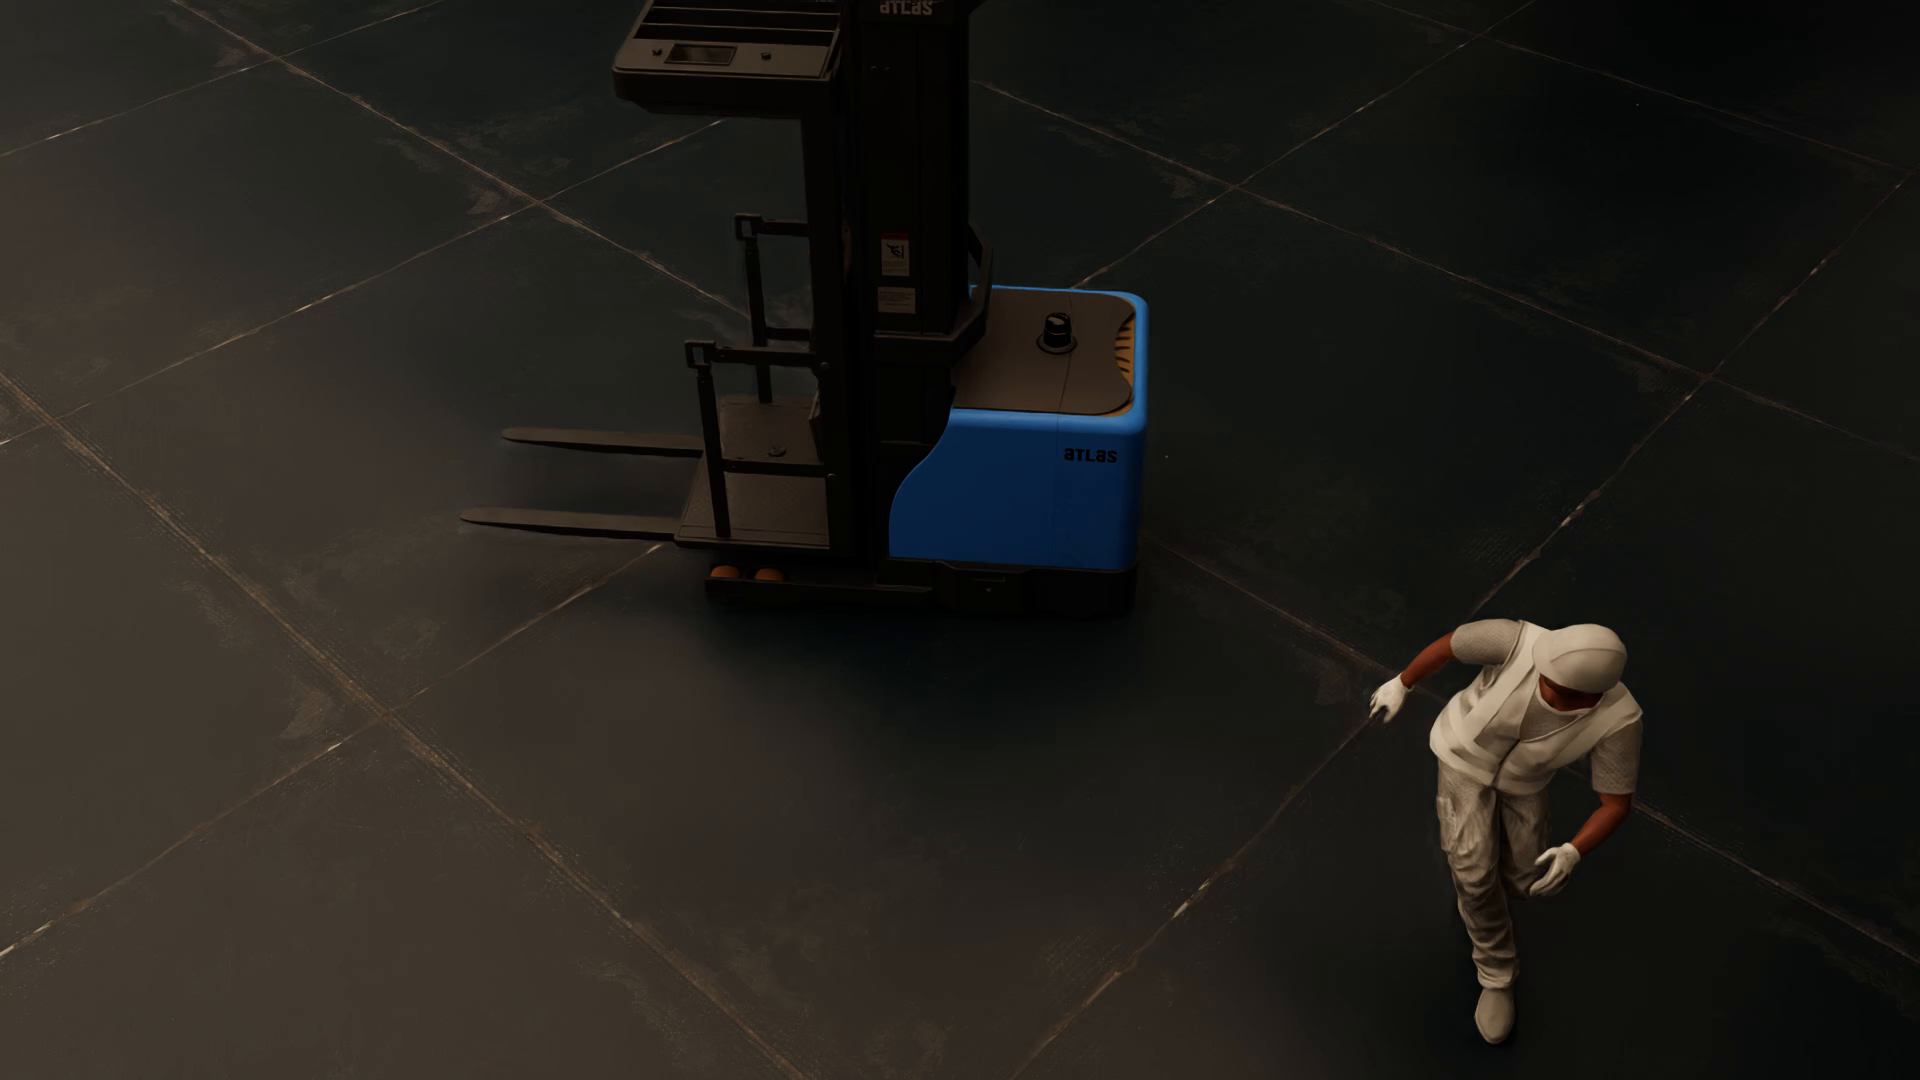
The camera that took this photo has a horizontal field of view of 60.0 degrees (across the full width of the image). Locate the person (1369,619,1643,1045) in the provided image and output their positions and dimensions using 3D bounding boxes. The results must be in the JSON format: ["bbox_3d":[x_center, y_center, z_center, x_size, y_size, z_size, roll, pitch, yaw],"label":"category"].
[{"bbox_3d":[1.738,0.852,5.444,0.800,1.609,0.823,8,41,9],"label":"person"}]

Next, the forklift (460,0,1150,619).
[{"bbox_3d":[-0.705,-1.164,6.785,3.031,2.935,1.130,4,41,4],"label":"forklift"}]
